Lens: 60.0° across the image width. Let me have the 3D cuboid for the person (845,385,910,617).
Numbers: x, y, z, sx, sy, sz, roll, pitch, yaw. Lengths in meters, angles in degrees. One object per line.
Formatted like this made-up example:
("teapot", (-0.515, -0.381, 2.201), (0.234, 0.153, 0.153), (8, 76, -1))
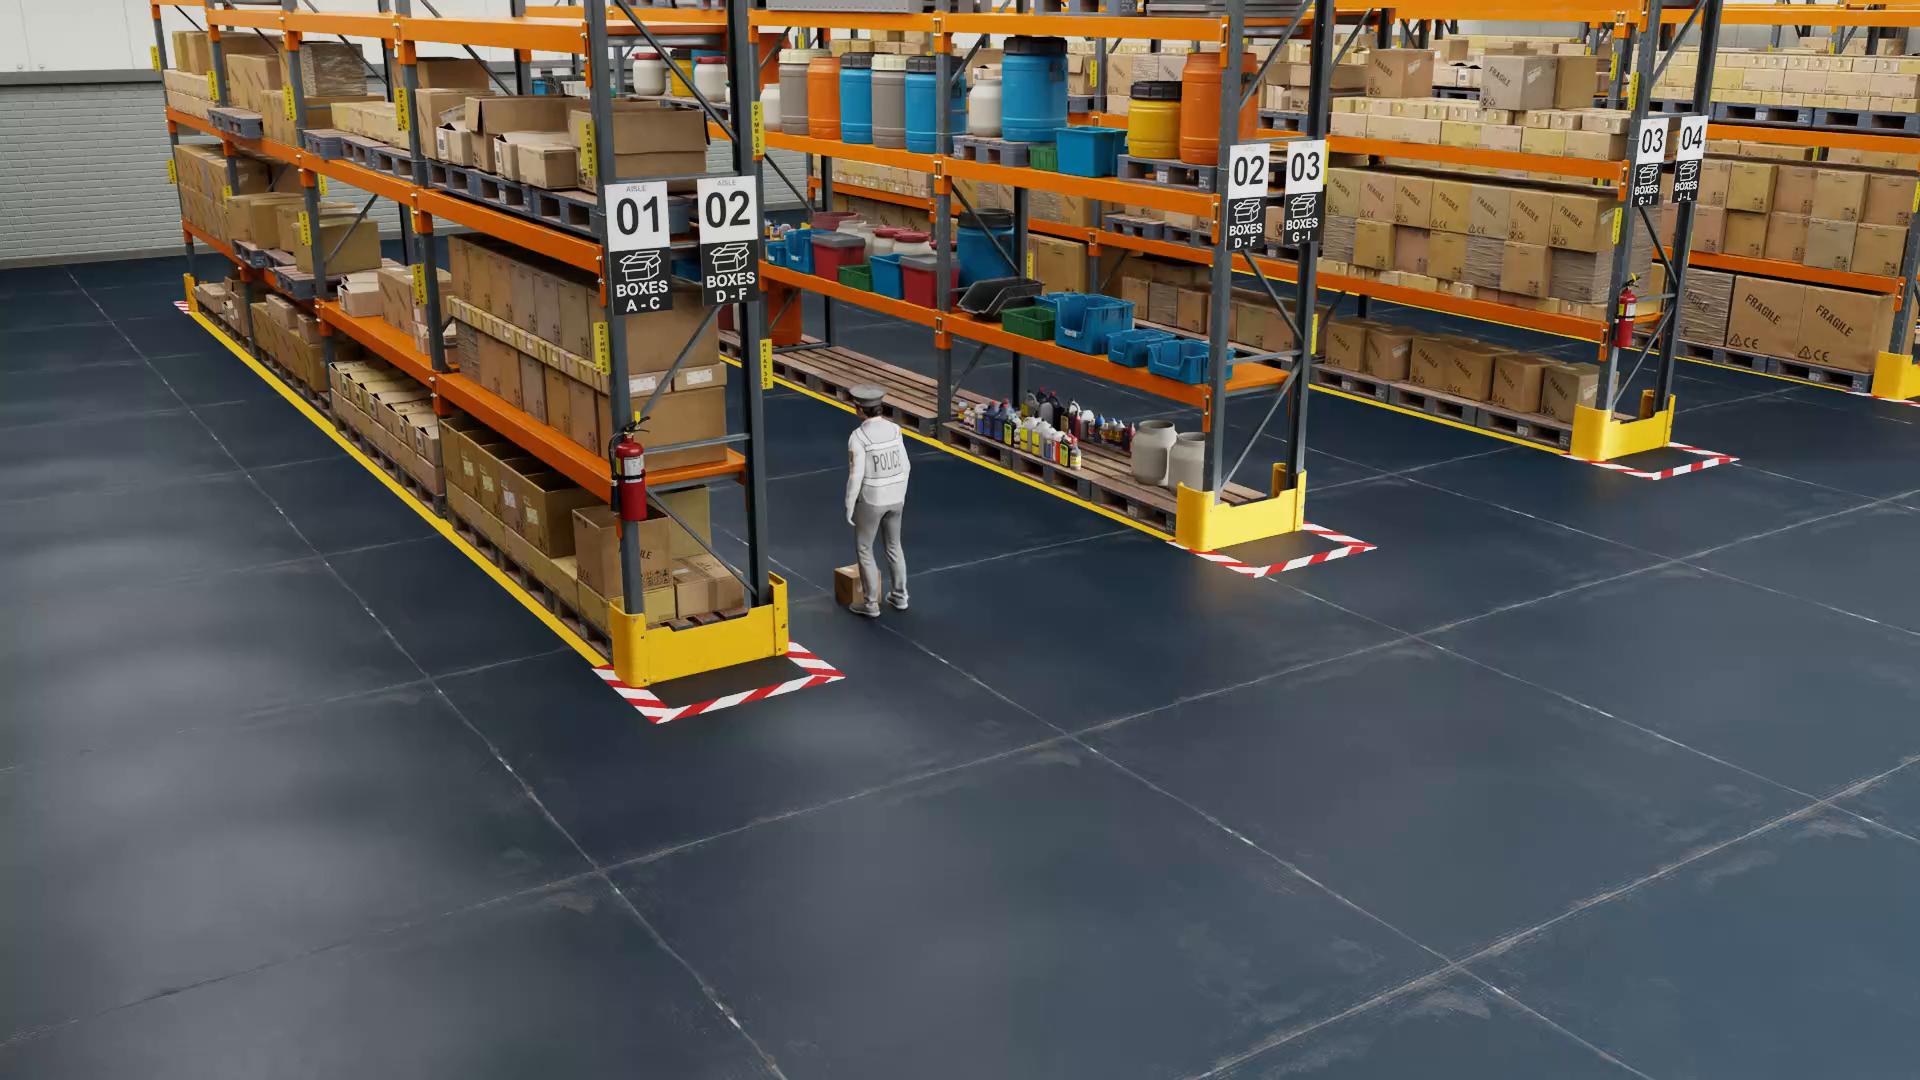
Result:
("person", (-0.595, -0.272, 11.881), (0.539, 1.661, 0.373), (-14, 23, -36))
